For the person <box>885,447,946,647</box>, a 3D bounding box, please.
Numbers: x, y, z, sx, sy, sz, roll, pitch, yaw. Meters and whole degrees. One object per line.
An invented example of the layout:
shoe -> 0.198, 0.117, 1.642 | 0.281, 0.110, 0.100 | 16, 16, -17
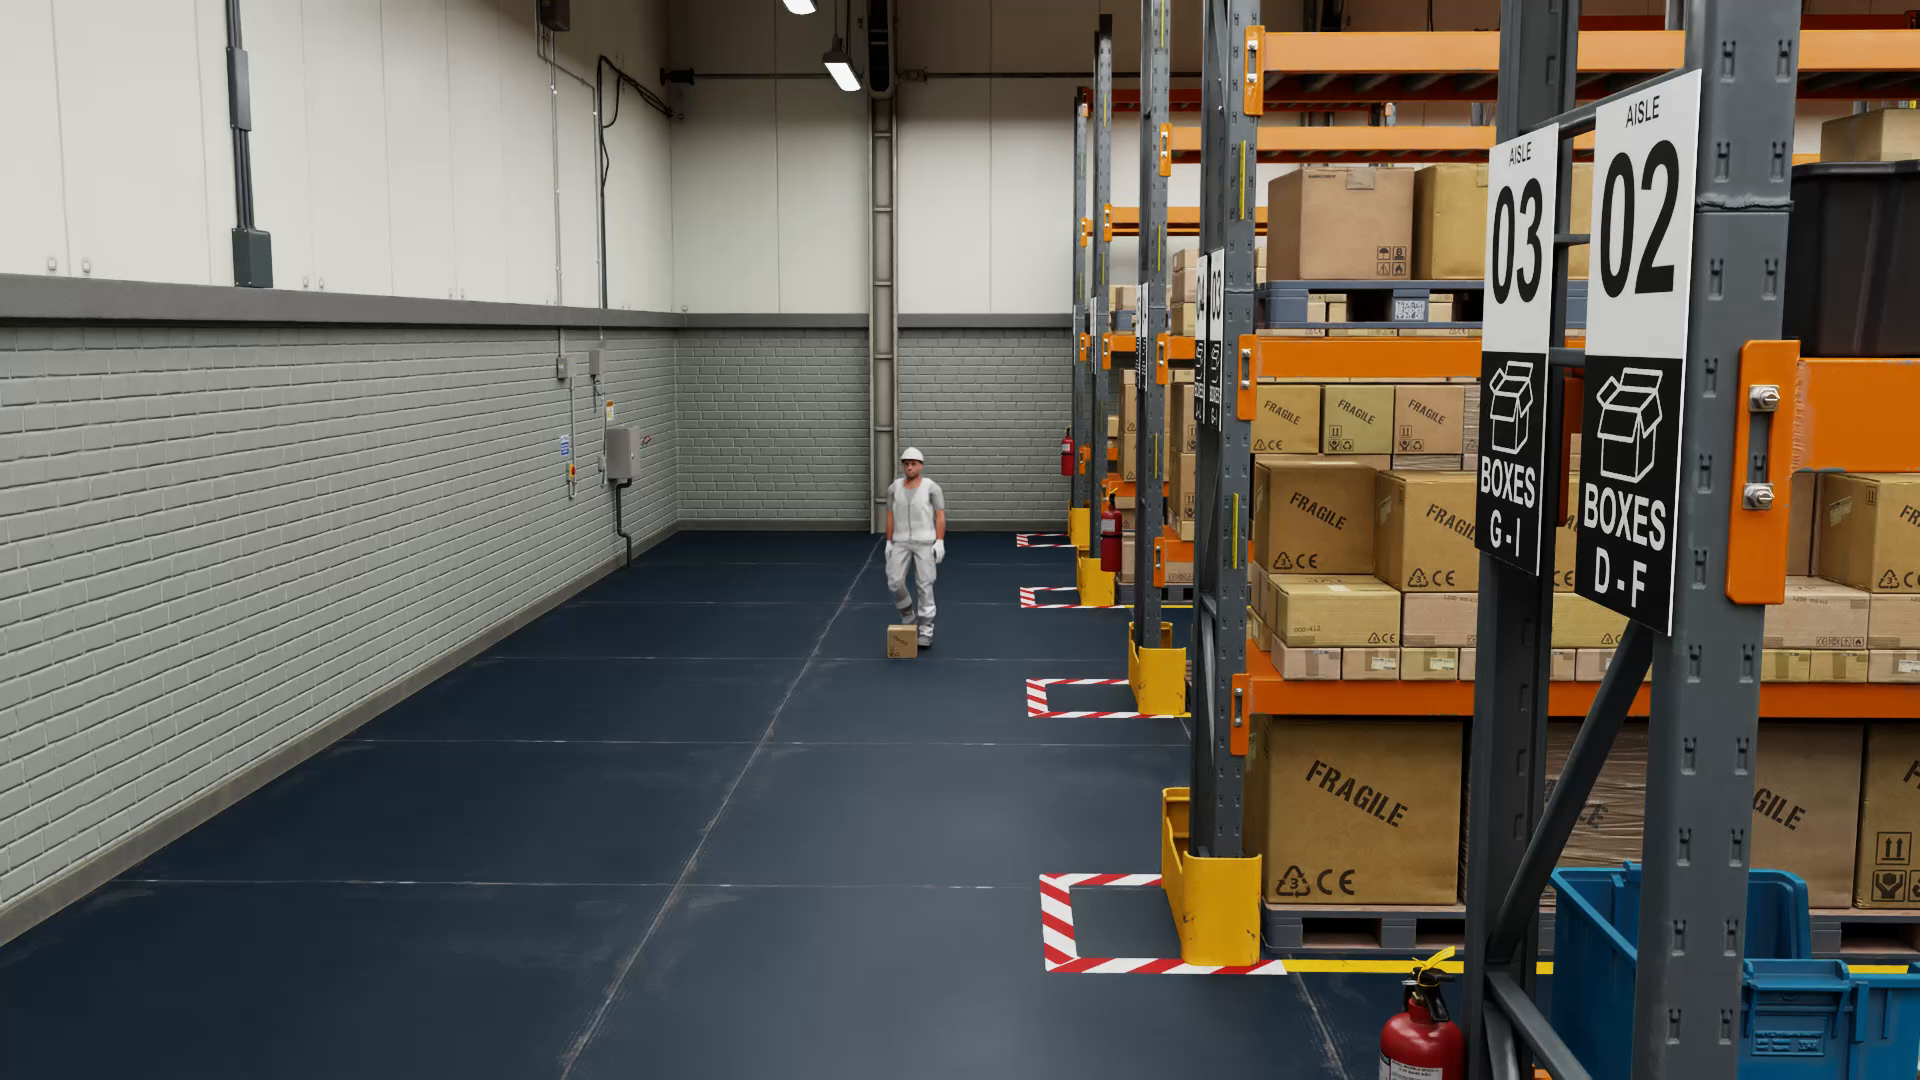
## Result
person -> -0.420, 0.063, 15.031 | 0.584, 1.787, 0.504 | 1, 7, 11
